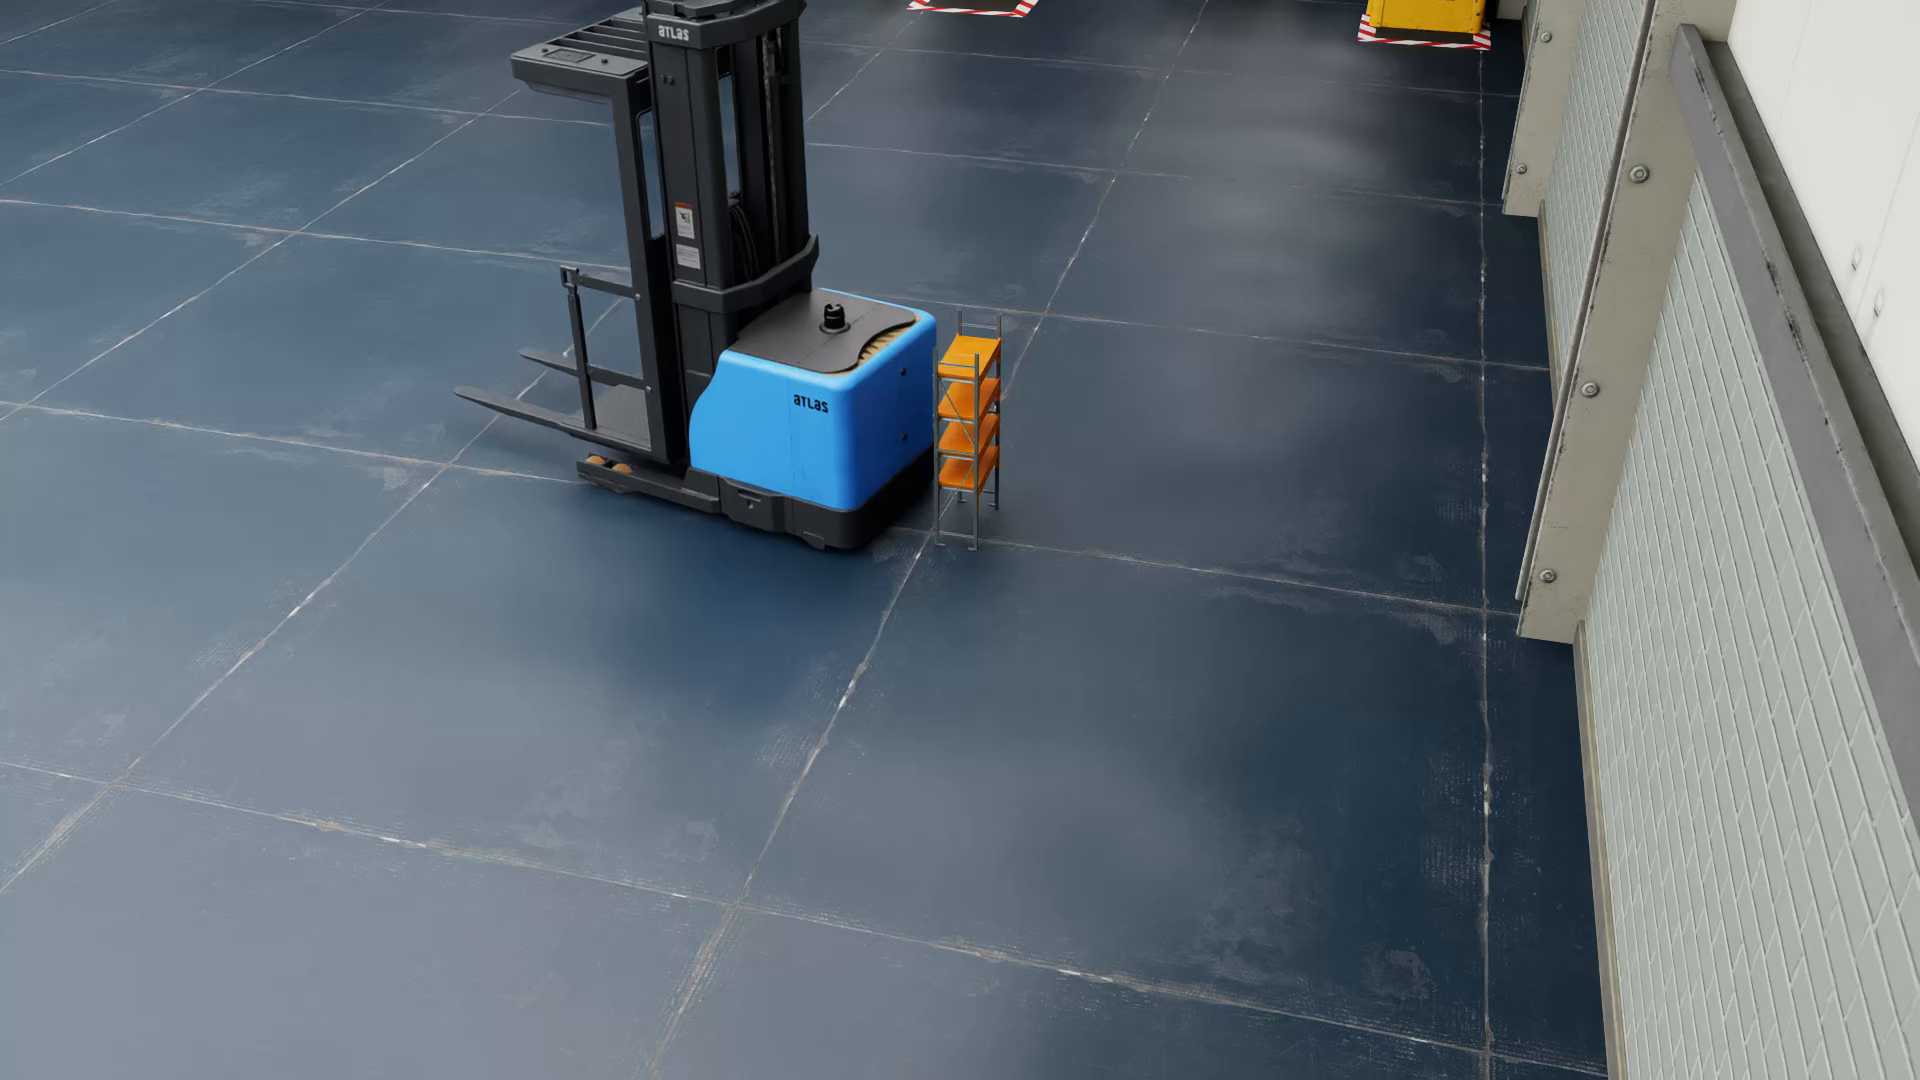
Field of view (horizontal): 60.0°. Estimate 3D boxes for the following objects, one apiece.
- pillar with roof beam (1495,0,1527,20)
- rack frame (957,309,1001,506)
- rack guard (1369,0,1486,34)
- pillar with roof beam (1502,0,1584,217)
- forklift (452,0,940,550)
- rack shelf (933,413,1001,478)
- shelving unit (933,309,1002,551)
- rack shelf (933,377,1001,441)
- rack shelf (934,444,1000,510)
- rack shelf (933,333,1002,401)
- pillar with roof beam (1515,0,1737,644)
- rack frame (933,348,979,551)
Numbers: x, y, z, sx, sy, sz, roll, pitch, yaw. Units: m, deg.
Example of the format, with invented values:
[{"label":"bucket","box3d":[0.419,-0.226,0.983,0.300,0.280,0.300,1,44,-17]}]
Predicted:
[{"label":"pillar with roof beam","box3d":[1.922,-10.203,16.912,9.100,9.000,0.400,8,33,12]},{"label":"rack frame","box3d":[0.104,-0.719,9.262,0.240,1.200,0.015,8,33,12]},{"label":"rack guard","box3d":[5.031,-5.780,17.875,1.175,0.500,0.348,8,33,12]},{"label":"pillar with roof beam","box3d":[0.399,-7.090,12.015,9.100,9.000,0.400,8,33,12]},{"label":"forklift","box3d":[-1.657,-1.741,9.257,3.031,2.935,1.130,16,36,24]},{"label":"rack shelf","box3d":[0.042,-0.535,9.099,0.258,0.148,0.480,8,33,12]},{"label":"shelving unit","box3d":[0.042,-0.592,9.063,0.258,1.200,0.503,8,33,12]},{"label":"rack shelf","box3d":[0.042,-0.724,8.979,0.258,0.148,0.480,8,33,12]},{"label":"rack shelf","box3d":[0.042,-0.368,9.206,0.258,0.148,0.480,8,33,12]},{"label":"rack shelf","box3d":[0.042,-0.924,8.852,0.258,0.148,0.480,8,33,12]},{"label":"pillar with roof beam","box3d":[-1.123,-3.976,7.117,9.100,9.000,0.400,8,33,12]},{"label":"rack frame","box3d":[-0.020,-0.466,8.864,0.240,1.200,0.015,8,33,12]}]
